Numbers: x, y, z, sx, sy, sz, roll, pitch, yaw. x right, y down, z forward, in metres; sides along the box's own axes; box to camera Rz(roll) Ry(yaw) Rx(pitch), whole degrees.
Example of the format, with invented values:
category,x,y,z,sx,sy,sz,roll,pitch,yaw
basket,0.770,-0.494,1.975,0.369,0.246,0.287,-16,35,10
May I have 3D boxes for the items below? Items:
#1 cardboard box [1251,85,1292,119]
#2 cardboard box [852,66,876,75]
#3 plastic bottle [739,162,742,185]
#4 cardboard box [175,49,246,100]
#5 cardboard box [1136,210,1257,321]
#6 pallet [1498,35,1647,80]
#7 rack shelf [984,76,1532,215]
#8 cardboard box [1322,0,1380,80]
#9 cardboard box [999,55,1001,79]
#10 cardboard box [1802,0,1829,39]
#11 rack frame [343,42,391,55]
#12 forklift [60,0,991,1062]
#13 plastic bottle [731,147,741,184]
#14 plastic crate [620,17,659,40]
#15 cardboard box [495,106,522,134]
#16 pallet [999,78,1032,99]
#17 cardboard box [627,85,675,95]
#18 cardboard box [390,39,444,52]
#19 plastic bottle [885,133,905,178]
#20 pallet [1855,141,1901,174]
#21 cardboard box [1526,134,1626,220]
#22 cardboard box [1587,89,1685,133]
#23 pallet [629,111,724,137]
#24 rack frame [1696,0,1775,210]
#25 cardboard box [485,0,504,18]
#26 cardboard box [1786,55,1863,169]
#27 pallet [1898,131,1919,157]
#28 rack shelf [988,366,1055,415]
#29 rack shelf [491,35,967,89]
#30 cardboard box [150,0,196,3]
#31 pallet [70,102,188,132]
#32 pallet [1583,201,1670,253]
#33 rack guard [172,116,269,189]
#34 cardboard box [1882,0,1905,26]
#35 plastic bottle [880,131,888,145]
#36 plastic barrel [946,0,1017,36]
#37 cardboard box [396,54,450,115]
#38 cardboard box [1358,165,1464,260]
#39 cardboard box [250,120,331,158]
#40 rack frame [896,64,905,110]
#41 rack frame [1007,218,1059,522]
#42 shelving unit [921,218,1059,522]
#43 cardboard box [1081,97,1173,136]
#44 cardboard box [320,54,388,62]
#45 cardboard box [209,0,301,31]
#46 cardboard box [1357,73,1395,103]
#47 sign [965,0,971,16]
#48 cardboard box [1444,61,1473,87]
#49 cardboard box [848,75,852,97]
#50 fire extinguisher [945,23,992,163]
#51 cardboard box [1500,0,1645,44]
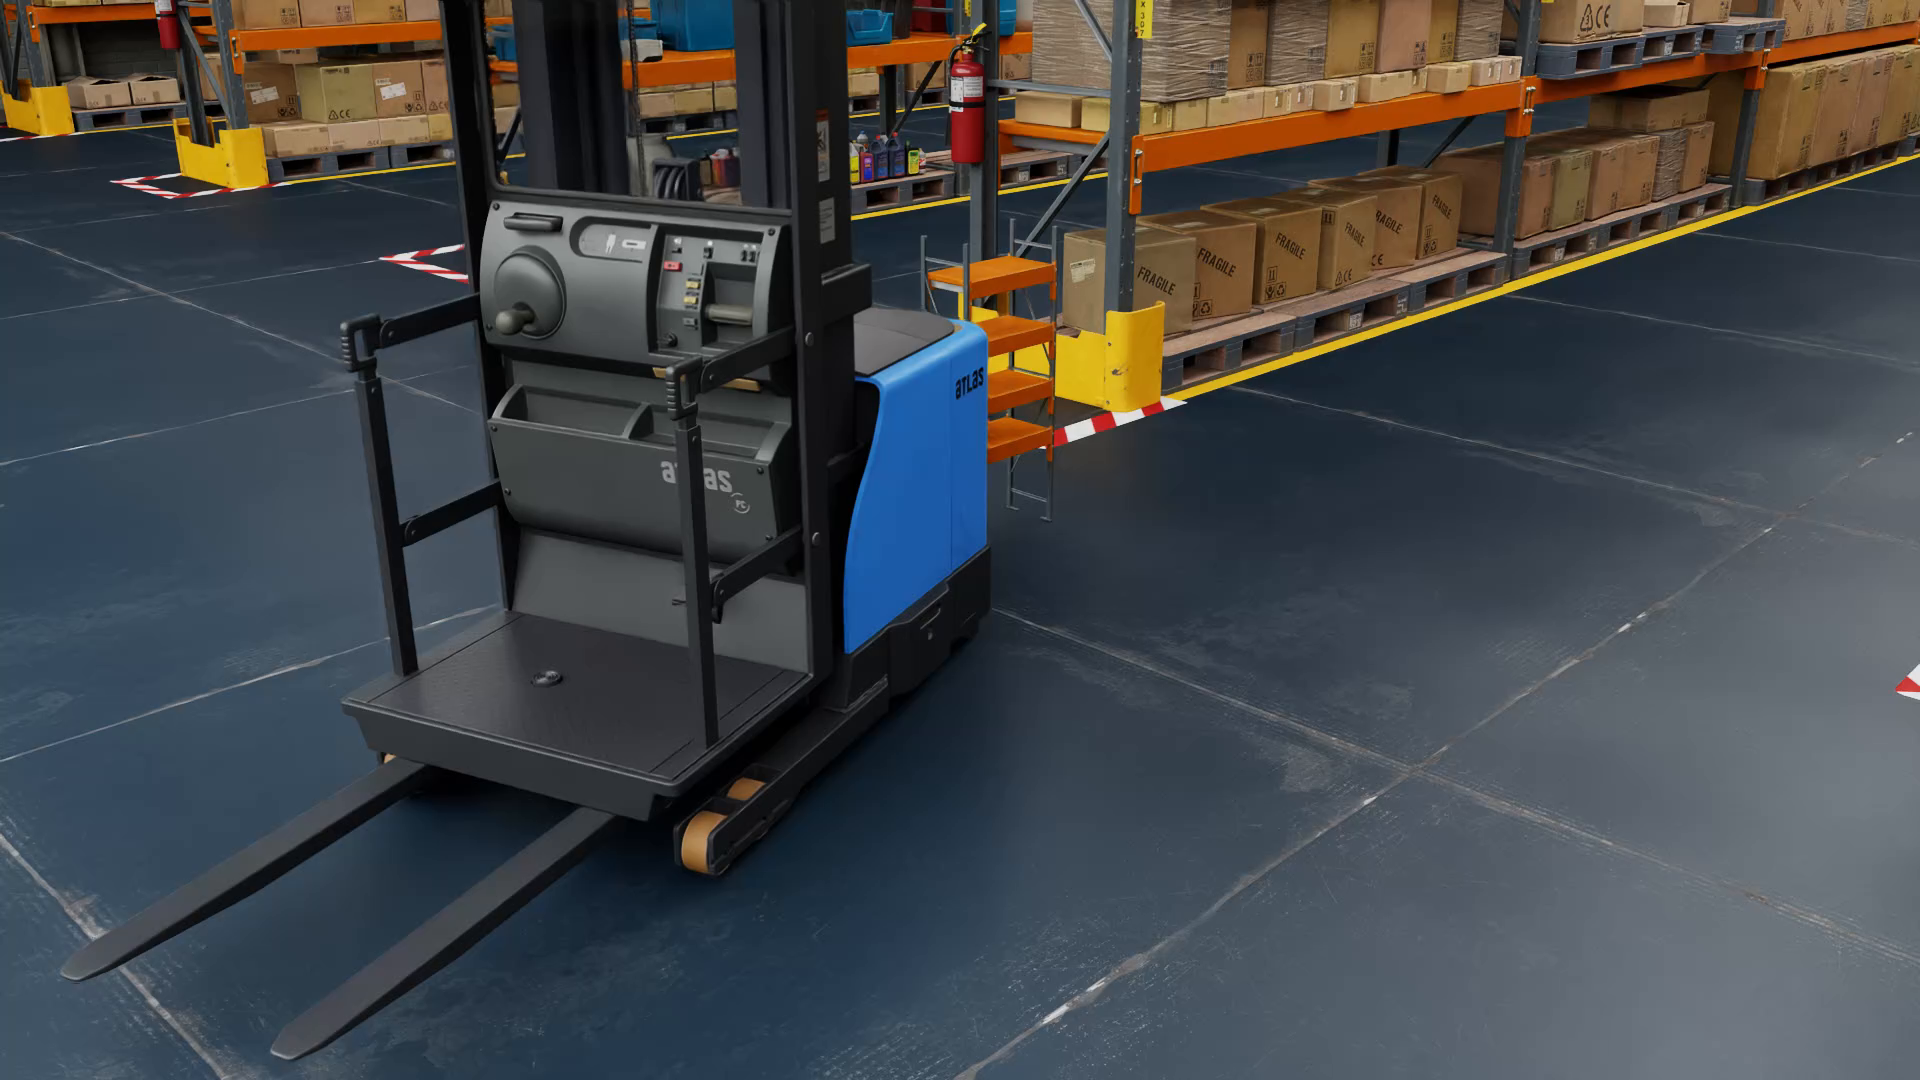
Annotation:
category,x,y,z,sx,sy,sz,roll,pitch,yaw
cardboard box,1.532,-2.338,8.828,0.380,0.149,0.250,19,28,41
cardboard box,-1.253,-5.705,19.702,0.500,0.311,0.500,-19,28,-41
plastic bottle,-1.737,-2.978,13.428,0.097,0.201,0.097,0,21,0
cardboard box,-8.705,-5.426,19.381,0.700,0.500,0.500,17,27,37
cardboard box,1.290,-1.538,9.294,0.500,0.500,0.500,-12,24,-28
pallet,3.878,-3.289,11.218,1.003,0.211,1.213,19,28,41
rack shelf,1.845,-2.368,9.558,1.077,0.370,4.000,19,28,41
cardboard box,1.853,-2.912,9.416,0.875,0.500,0.500,19,28,41
cardboard box,0.173,-6.075,21.069,0.500,0.500,0.500,19,28,40
cardboard box,6.923,-4.483,13.918,0.500,0.500,0.500,18,28,39
rack frame,-7.407,-6.937,20.443,1.000,3.000,0.127,19,28,41
forklift,-0.978,-0.675,4.247,1.130,2.935,3.031,10,23,23
plastic bottle,-1.839,-3.039,13.484,0.152,0.276,0.135,18,28,39
plastic crate,-2.507,-3.729,12.304,0.499,0.251,0.408,19,28,41
cardboard box,-4.716,-4.179,16.513,0.500,0.250,0.500,19,28,41
pallet,0.335,-5.920,21.682,1.003,0.211,1.213,19,28,41
cardboard box,-3.388,-4.917,17.651,0.500,0.311,0.500,19,28,41
cardboard box,-6.905,-6.169,21.316,0.500,0.500,0.700,-19,28,-40
plastic bottle,-0.551,-3.189,13.770,0.144,0.351,0.185,18,28,39
pallet,8.337,-3.756,16.052,1.003,0.211,1.213,19,28,41
cardboard box,4.420,-2.671,12.214,0.700,0.500,0.500,16,26,36
cardboard box,5.222,-3.316,12.848,0.500,0.250,0.500,-16,26,-36
pallet,-3.369,-4.596,18.238,1.003,0.211,1.213,19,28,41
rack frame,6.031,-4.247,13.442,1.000,3.000,0.127,19,28,41
cardboard box,-4.876,-5.364,16.211,0.500,0.500,0.700,-20,28,-41
cardboard box,7.155,-3.850,14.787,1.225,0.875,0.875,19,28,41
pallet,9.408,-4.149,17.075,1.003,0.211,1.213,19,28,41
rack shelf,0.115,-0.540,6.494,0.258,0.148,0.480,19,28,41
rack shelf,-1.704,-3.608,12.783,1.077,0.370,4.000,19,28,41
cardboard box,-8.917,-6.161,18.604,0.500,0.250,0.500,19,28,40
pallet,-9.552,-4.827,18.839,1.003,0.211,1.213,19,28,41
pallet,4.634,-2.432,12.609,1.003,0.211,1.213,19,28,41
rack guard,-6.662,-3.497,14.977,1.175,0.500,0.348,19,28,41
cardboard box,8.341,-5.007,15.282,0.500,0.500,0.500,-19,28,-40
plastic bottle,-0.654,-3.225,13.864,0.144,0.351,0.185,19,28,41
plastic barrel,0.178,-4.715,13.963,0.600,0.901,0.708,19,28,41
cardboard box,-5.063,-4.400,16.043,0.500,0.500,0.500,19,28,41
cardboard box,2.933,-2.155,10.898,0.500,0.500,0.500,18,28,39
cardboard box,-6.112,-3.665,15.177,0.500,0.250,0.500,19,28,41
rack frame,-1.064,-6.727,19.895,1.000,3.000,0.127,19,28,41
rack frame,0.286,-0.665,6.633,0.240,1.200,0.015,19,28,41
shelving unit,0.115,-0.603,6.470,0.258,1.200,0.503,19,28,41
cardboard box,0.820,-2.086,8.172,0.380,0.149,0.250,19,28,41
cardboard box,-5.797,-4.406,16.059,0.500,0.500,0.500,19,28,41
cardboard box,-6.310,-4.834,14.831,0.700,0.500,0.500,19,28,41
cardboard box,2.244,-2.590,9.483,0.380,0.149,0.250,19,28,41
sign,0.078,-4.447,13.577,0.100,0.325,0.005,19,28,41
cardboard box,2.902,-2.861,10.188,0.380,0.149,0.250,19,28,41
cardboard box,-1.614,-5.310,19.455,0.500,0.250,0.500,19,28,40
fire extinguisher,0.040,-2.240,8.329,0.296,0.674,0.183,19,28,41
cardboard box,3.895,-3.864,11.024,1.000,1.000,1.000,19,28,41
